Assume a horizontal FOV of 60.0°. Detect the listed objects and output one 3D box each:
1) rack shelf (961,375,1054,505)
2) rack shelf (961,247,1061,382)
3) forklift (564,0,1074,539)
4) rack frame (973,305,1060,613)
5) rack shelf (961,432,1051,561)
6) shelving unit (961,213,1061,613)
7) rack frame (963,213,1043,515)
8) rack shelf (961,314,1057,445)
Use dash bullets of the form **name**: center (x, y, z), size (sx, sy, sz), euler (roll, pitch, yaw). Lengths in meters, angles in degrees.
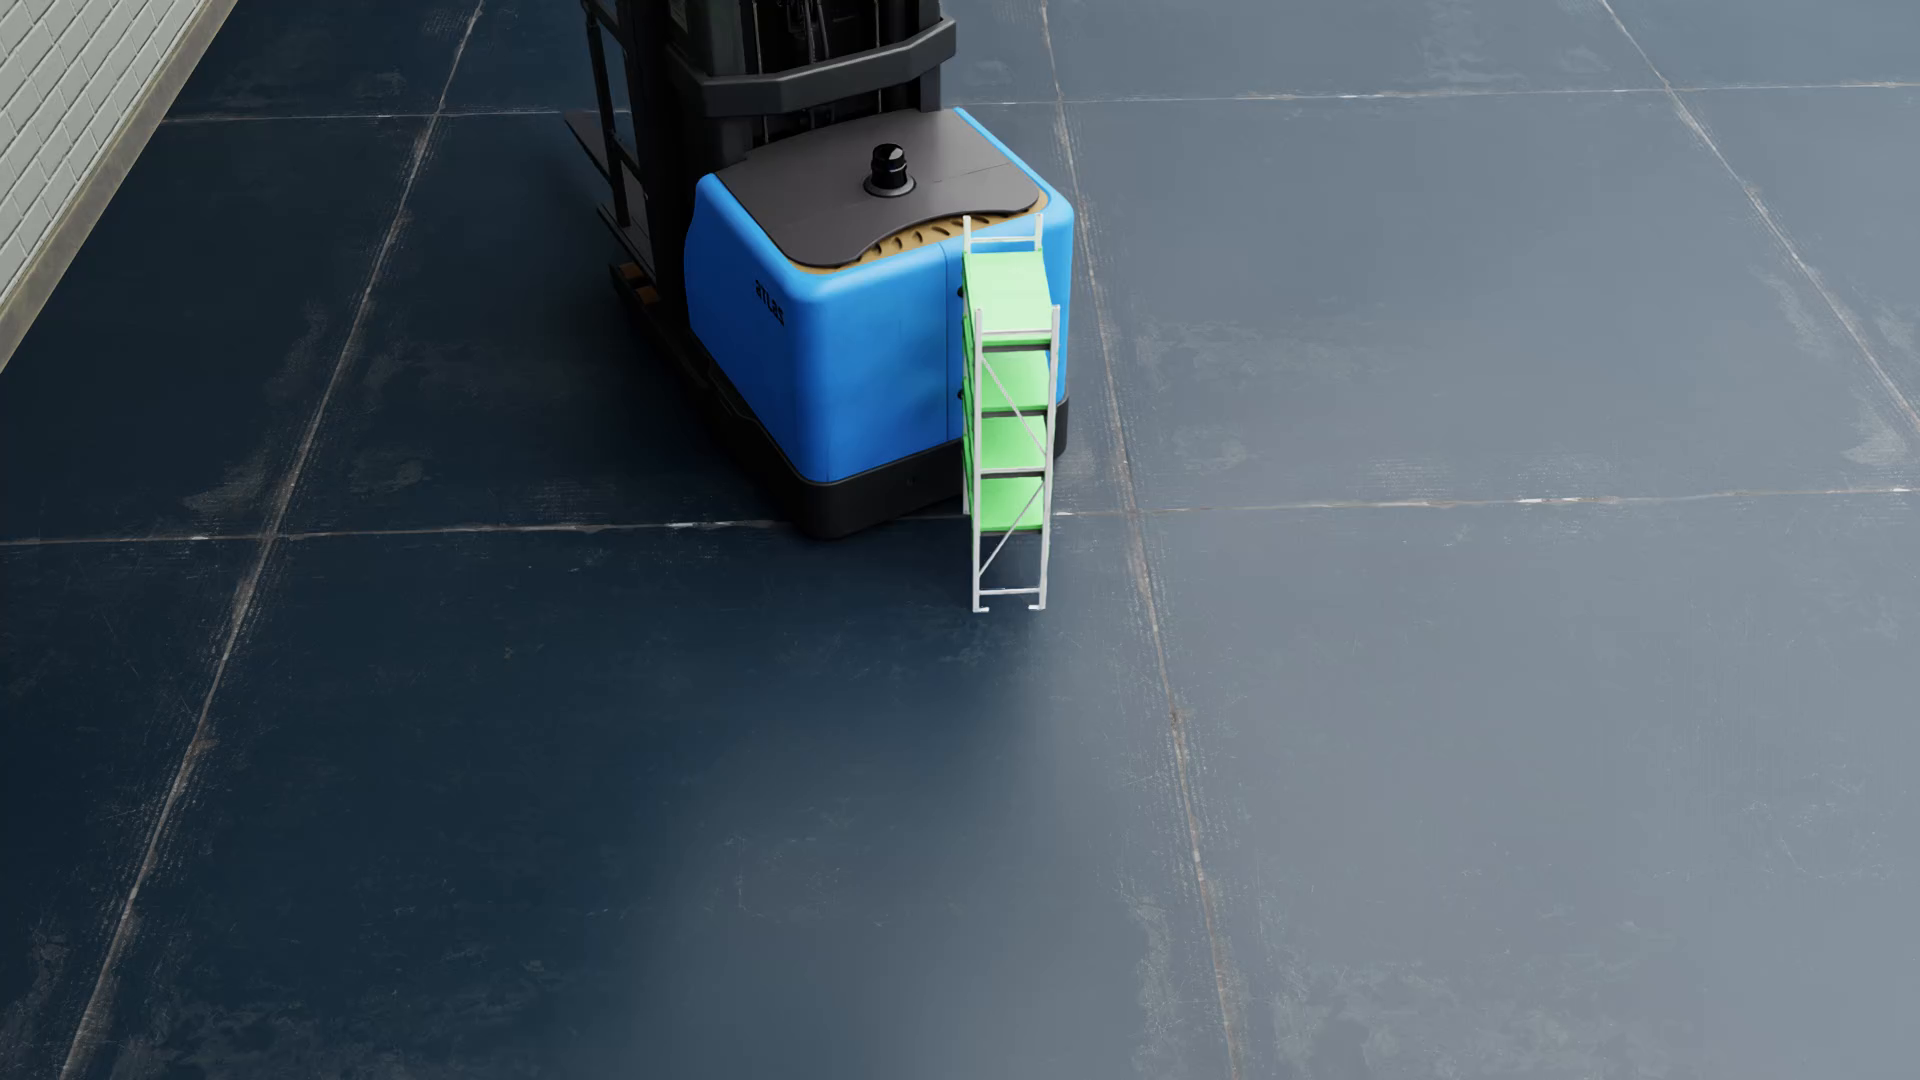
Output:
- **rack shelf**: center (0.146, -0.329, 5.316), size (0.258, 0.148, 0.480), euler (-2, 43, -3)
- **rack shelf**: center (0.146, -0.683, 4.992), size (0.258, 0.148, 0.480), euler (-2, 43, -3)
- **forklift**: center (-0.768, -2.071, 5.841), size (1.130, 2.935, 3.031), euler (-21, 46, -21)
- **rack frame**: center (0.162, -0.212, 5.093), size (0.240, 1.200, 0.015), euler (-2, 43, -3)
- **rack shelf**: center (0.146, -0.153, 5.478), size (0.258, 0.148, 0.480), euler (-2, 43, -3)
- **shelving unit**: center (0.146, -0.377, 5.273), size (0.258, 1.200, 0.503), euler (-2, 43, -3)
- **rack frame**: center (0.130, -0.541, 5.452), size (0.240, 1.200, 0.015), euler (-2, 43, -3)
- **rack shelf**: center (0.146, -0.506, 5.154), size (0.258, 0.148, 0.480), euler (-2, 43, -3)
